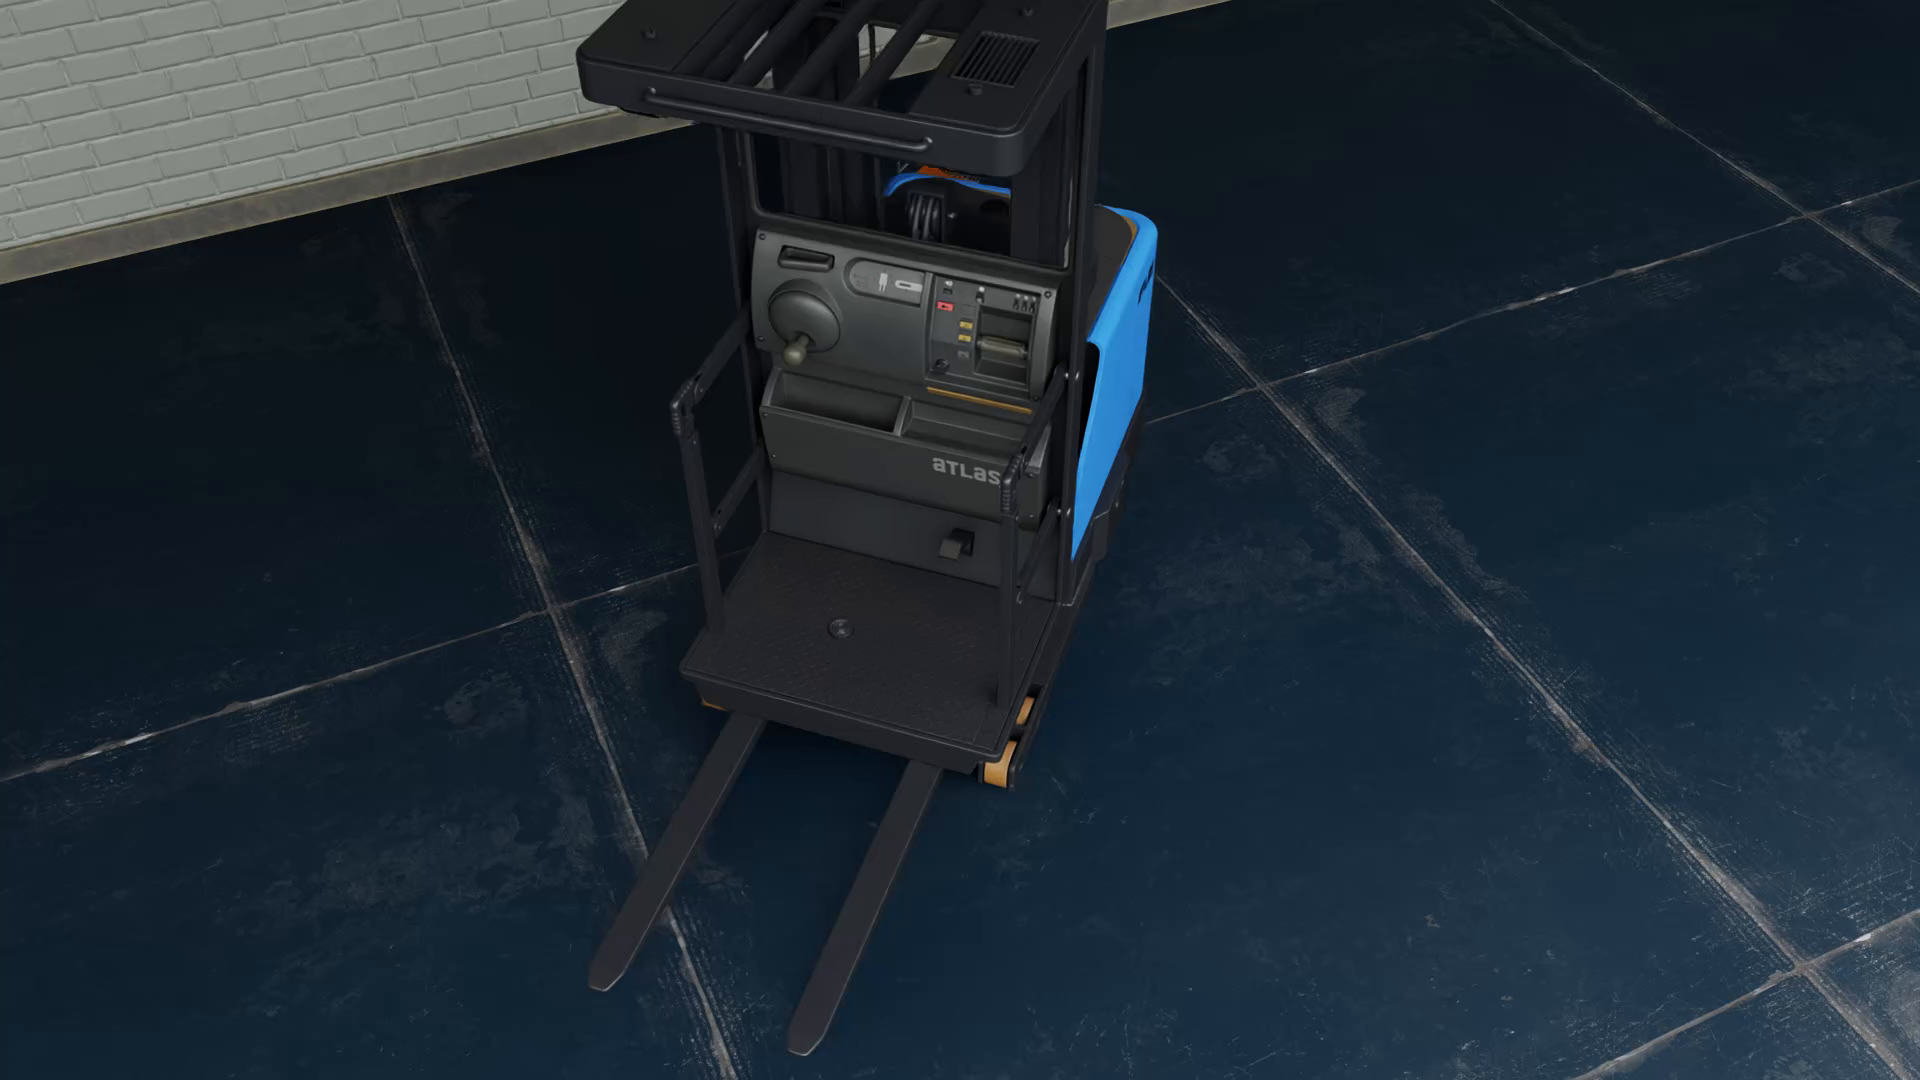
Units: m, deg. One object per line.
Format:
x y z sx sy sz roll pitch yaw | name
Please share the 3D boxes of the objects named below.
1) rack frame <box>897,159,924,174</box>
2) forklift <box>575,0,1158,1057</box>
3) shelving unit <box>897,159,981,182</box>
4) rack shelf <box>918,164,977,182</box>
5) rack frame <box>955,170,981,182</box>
-0.186 -1.122 6.640 0.008 1.050 0.200 20 48 19 | rack frame
-0.242 -0.564 4.735 1.130 2.935 3.031 14 46 13 | forklift
-0.078 -1.083 6.600 0.252 1.050 0.215 20 48 19 | shelving unit
-0.078 -1.278 6.408 0.240 0.259 0.215 20 48 19 | rack shelf
0.031 -1.044 6.561 0.008 1.050 0.200 20 48 19 | rack frame
